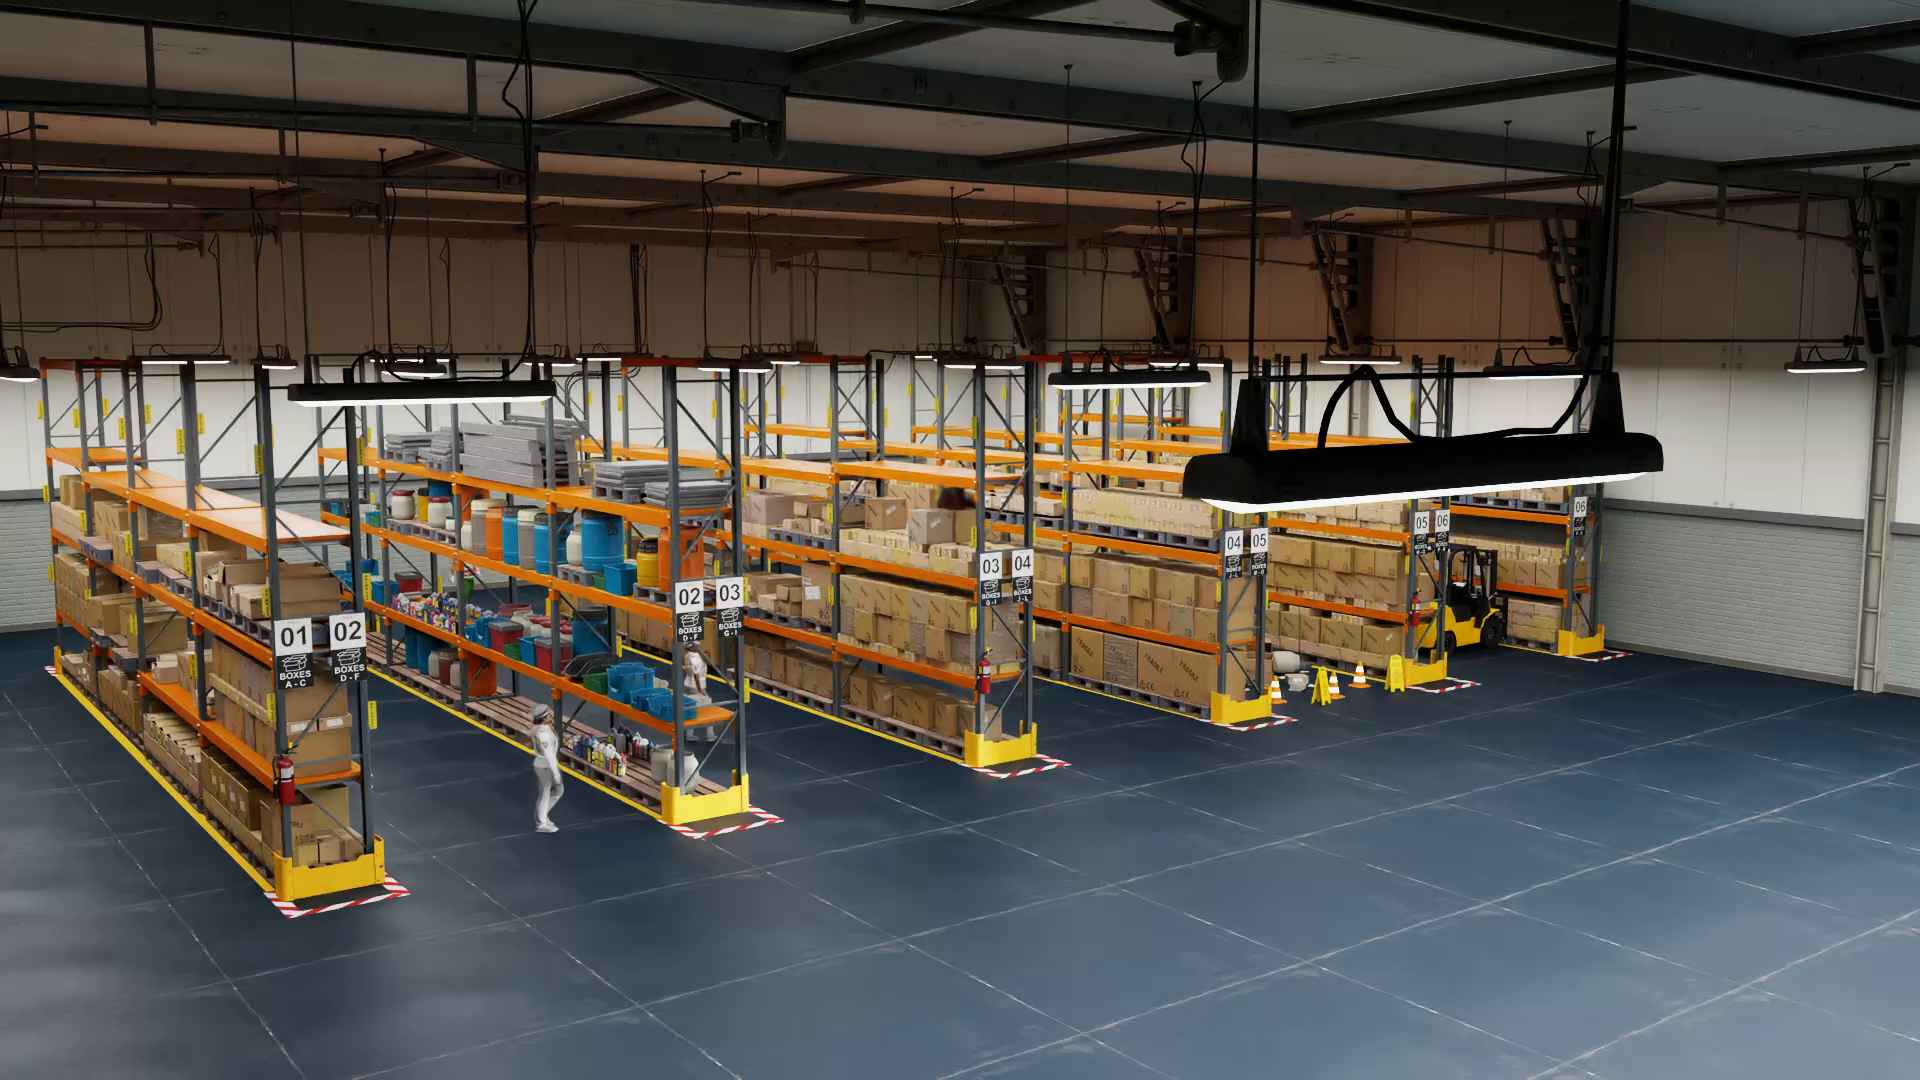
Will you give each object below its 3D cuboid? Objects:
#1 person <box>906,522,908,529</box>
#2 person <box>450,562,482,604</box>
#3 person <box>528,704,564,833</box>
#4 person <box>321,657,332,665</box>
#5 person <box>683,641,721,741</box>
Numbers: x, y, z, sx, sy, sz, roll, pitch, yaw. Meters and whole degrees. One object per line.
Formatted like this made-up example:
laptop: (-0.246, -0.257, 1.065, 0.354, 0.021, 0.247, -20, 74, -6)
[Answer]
person: (-1.305, -0.215, 44.711, 0.386, 1.002, 0.566, -4, 8, -29)
person: (-11.375, 0.822, 38.280, 0.635, 1.373, 0.657, -5, 9, -37)
person: (-5.320, 2.938, 21.425, 0.417, 1.684, 0.524, -1, 7, -7)
person: (-11.779, 1.895, 30.668, 0.630, 1.567, 0.538, 2, 7, 17)
person: (-4.092, 2.350, 26.290, 0.543, 1.685, 0.450, -5, 9, -38)
